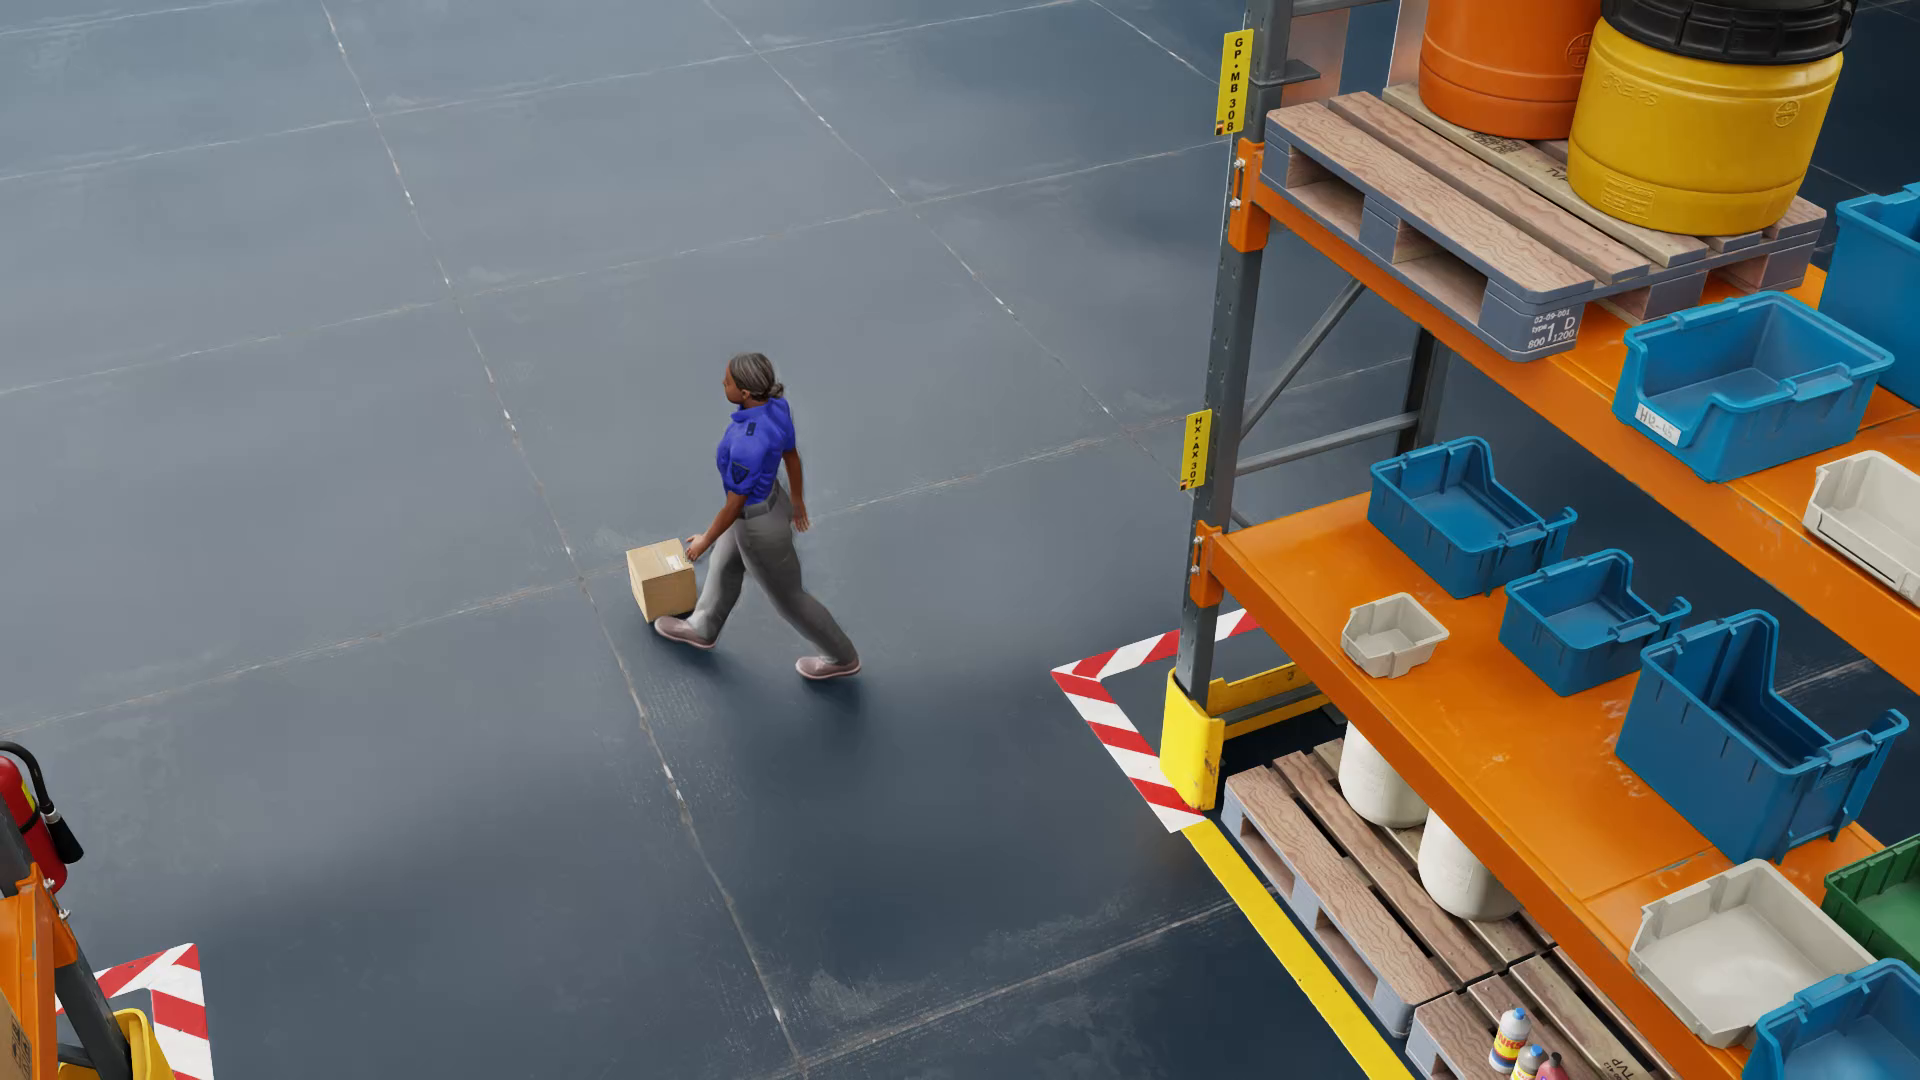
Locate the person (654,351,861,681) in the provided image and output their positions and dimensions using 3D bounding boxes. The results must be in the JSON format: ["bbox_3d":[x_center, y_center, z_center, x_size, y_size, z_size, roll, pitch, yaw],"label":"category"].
[{"bbox_3d":[-0.915,-0.088,6.968,0.966,1.599,0.458,2,38,3],"label":"person"}]
